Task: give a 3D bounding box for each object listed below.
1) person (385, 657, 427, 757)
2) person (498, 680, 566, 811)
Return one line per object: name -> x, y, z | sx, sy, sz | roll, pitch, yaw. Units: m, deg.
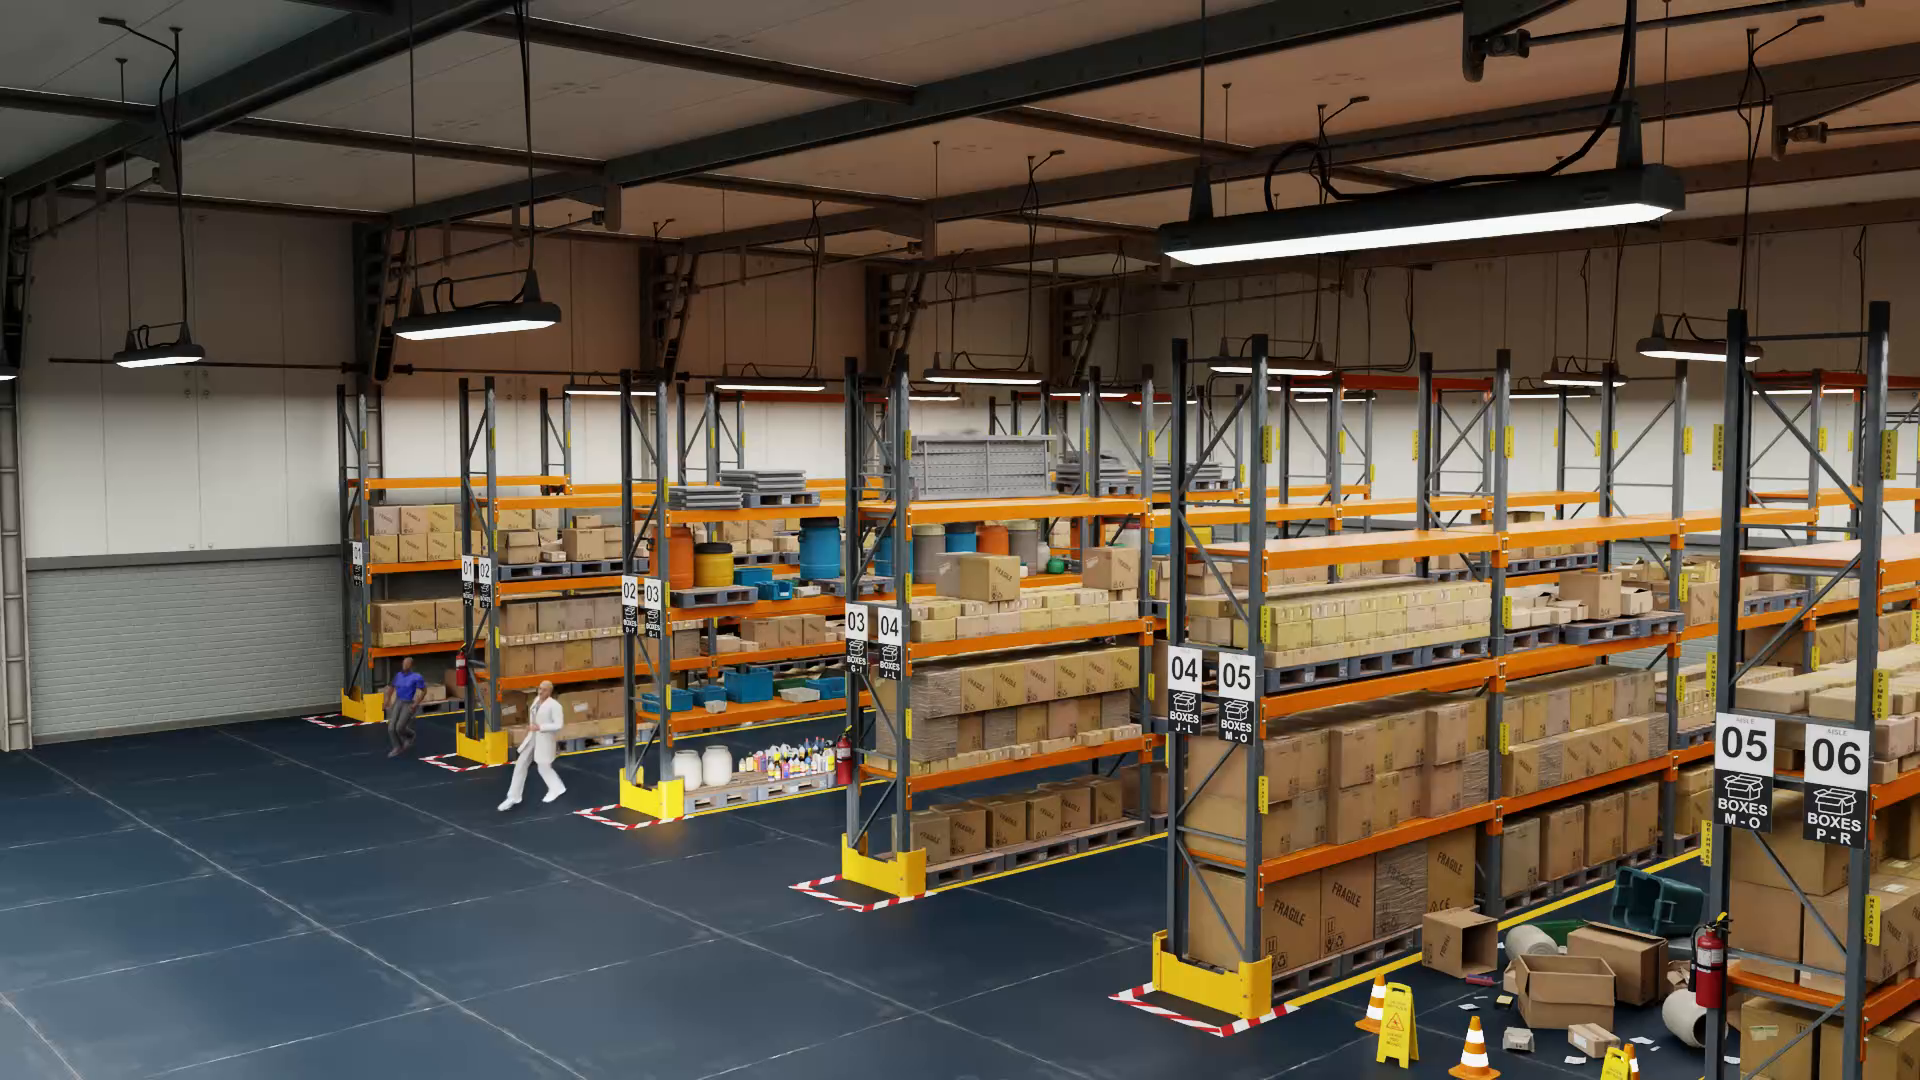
person -> -8.807, 2.649, 26.434 | 0.623, 1.602, 0.522 | 1, 4, 17
person -> -5.683, 2.752, 22.750 | 0.738, 1.696, 0.830 | 3, 5, 34
